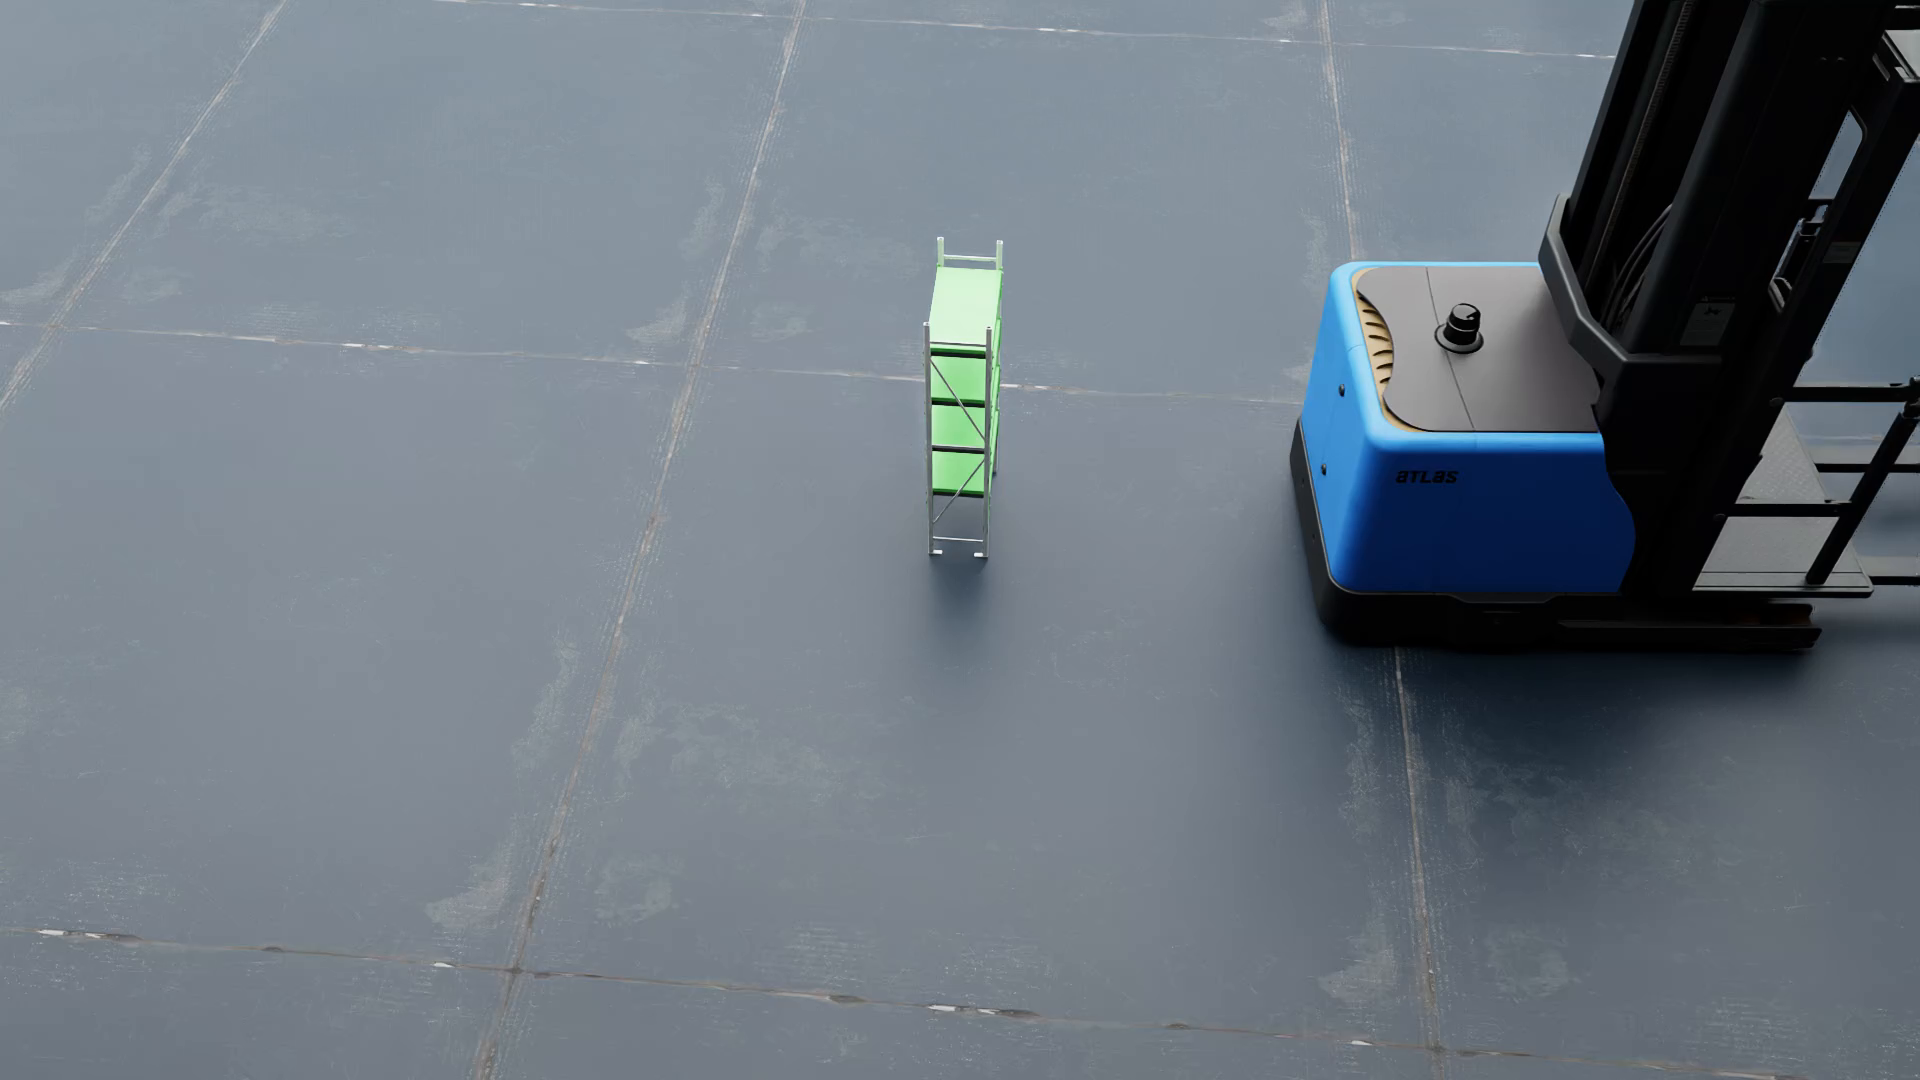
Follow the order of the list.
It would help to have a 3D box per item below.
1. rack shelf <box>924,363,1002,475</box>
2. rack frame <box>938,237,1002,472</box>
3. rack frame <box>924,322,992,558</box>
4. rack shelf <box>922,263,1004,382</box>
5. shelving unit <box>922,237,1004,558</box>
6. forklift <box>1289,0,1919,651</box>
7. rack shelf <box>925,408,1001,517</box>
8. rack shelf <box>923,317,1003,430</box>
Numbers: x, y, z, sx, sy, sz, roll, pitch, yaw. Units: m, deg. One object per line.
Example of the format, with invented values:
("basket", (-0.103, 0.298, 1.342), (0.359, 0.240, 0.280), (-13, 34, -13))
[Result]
("rack shelf", (0.015, -0.483, 6.492), (0.258, 0.148, 0.480), (4, 48, 4))
("rack frame", (0.037, -0.706, 6.608), (0.240, 1.200, 0.015), (4, 48, 4))
("rack frame", (-0.007, -0.347, 6.280), (0.240, 1.200, 0.015), (4, 48, 4))
("rack shelf", (0.015, -0.807, 6.137), (0.258, 0.148, 0.480), (4, 48, 4))
("shelving unit", (0.015, -0.527, 6.444), (0.258, 1.200, 0.503), (4, 48, 4))
("forklift", (2.897, -0.959, 5.667), (3.031, 2.935, 1.130), (0, 48, 0))
("rack shelf", (0.015, -0.321, 6.669), (0.258, 0.148, 0.480), (4, 48, 4))
("rack shelf", (0.015, -0.645, 6.314), (0.258, 0.148, 0.480), (4, 48, 4))
